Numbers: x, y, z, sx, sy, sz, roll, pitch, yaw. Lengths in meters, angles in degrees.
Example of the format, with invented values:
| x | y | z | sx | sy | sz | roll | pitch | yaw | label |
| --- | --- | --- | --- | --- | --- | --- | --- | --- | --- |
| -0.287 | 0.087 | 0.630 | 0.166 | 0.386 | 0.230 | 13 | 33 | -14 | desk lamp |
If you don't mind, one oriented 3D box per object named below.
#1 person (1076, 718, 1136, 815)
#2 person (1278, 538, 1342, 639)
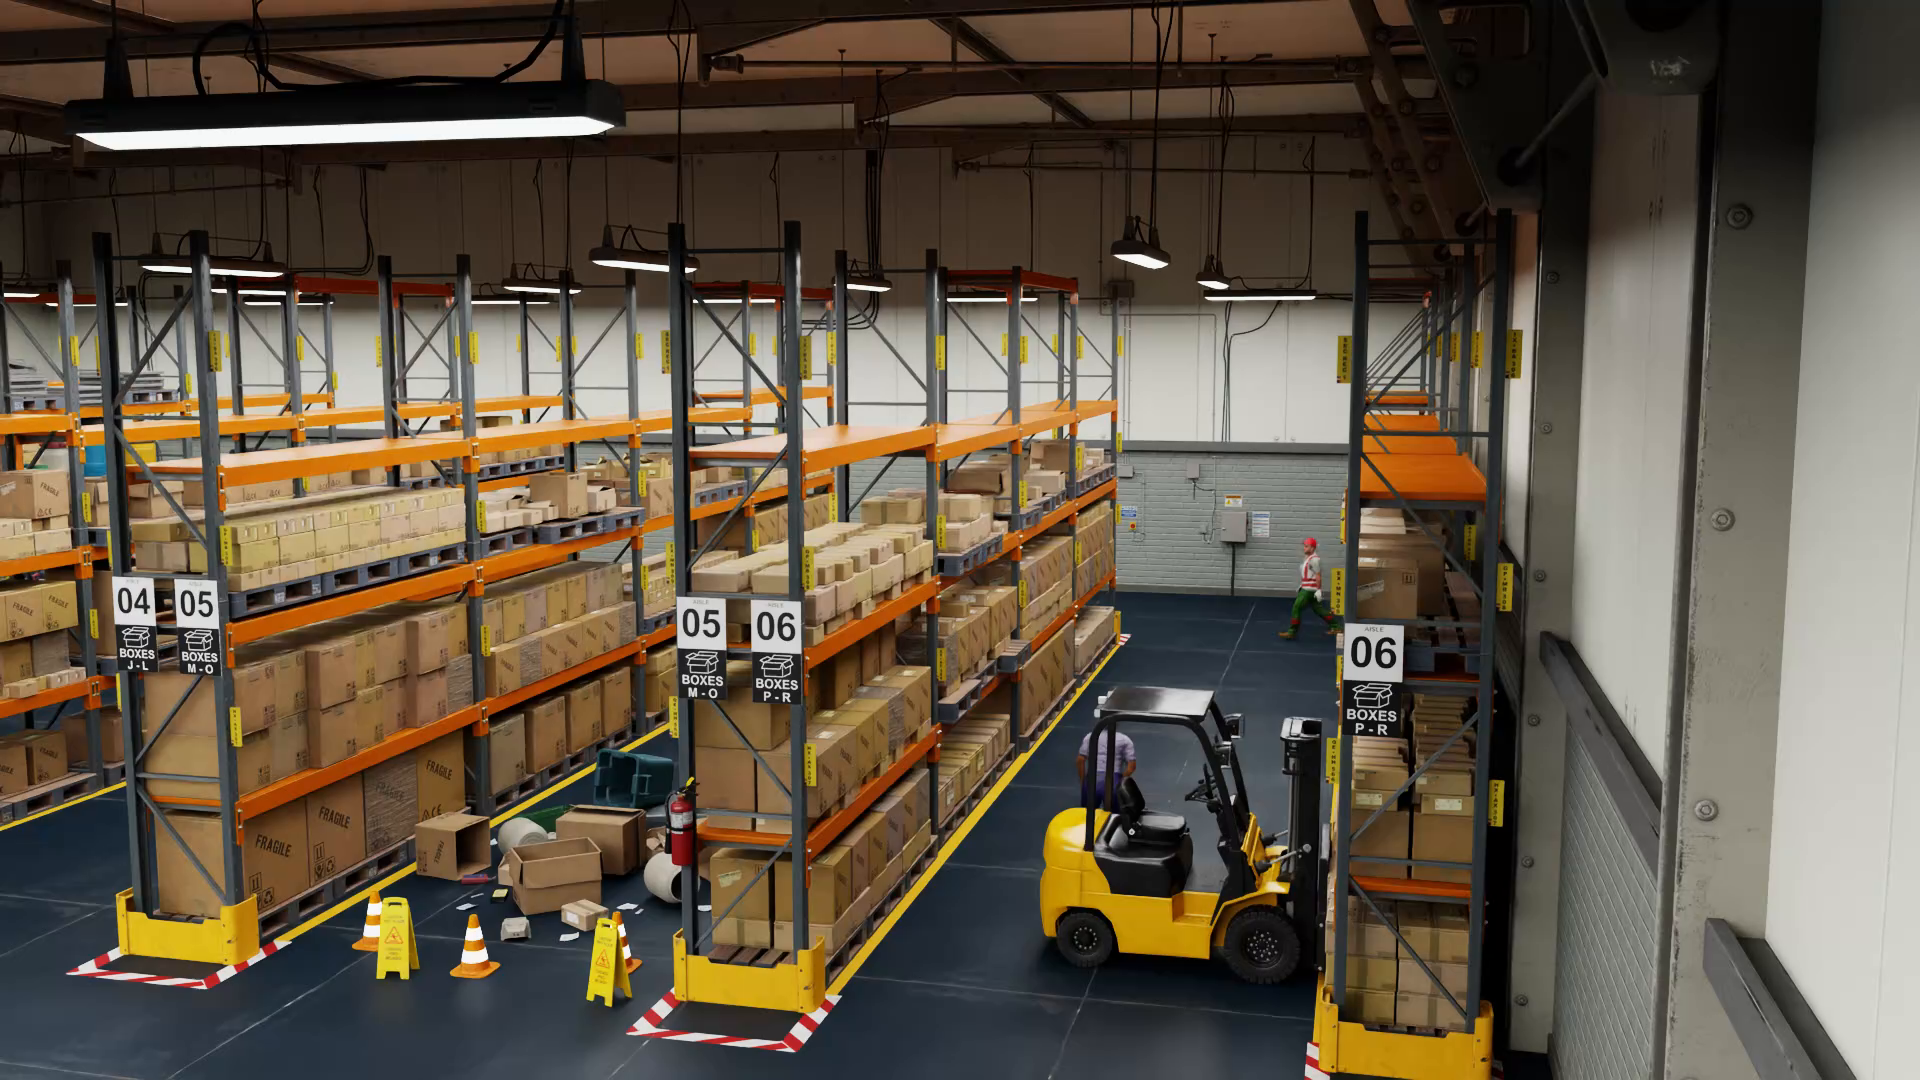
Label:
| x | y | z | sx | sy | sz | roll | pitch | yaw | label |
| --- | --- | --- | --- | --- | --- | --- | --- | --- | --- |
| 1.406 | 2.442 | 16.140 | 0.576 | 1.554 | 0.742 | 1 | 7 | 12 | person |
| 6.005 | 0.832 | 28.448 | 1.075 | 1.748 | 0.491 | 2 | 7 | 14 | person |
